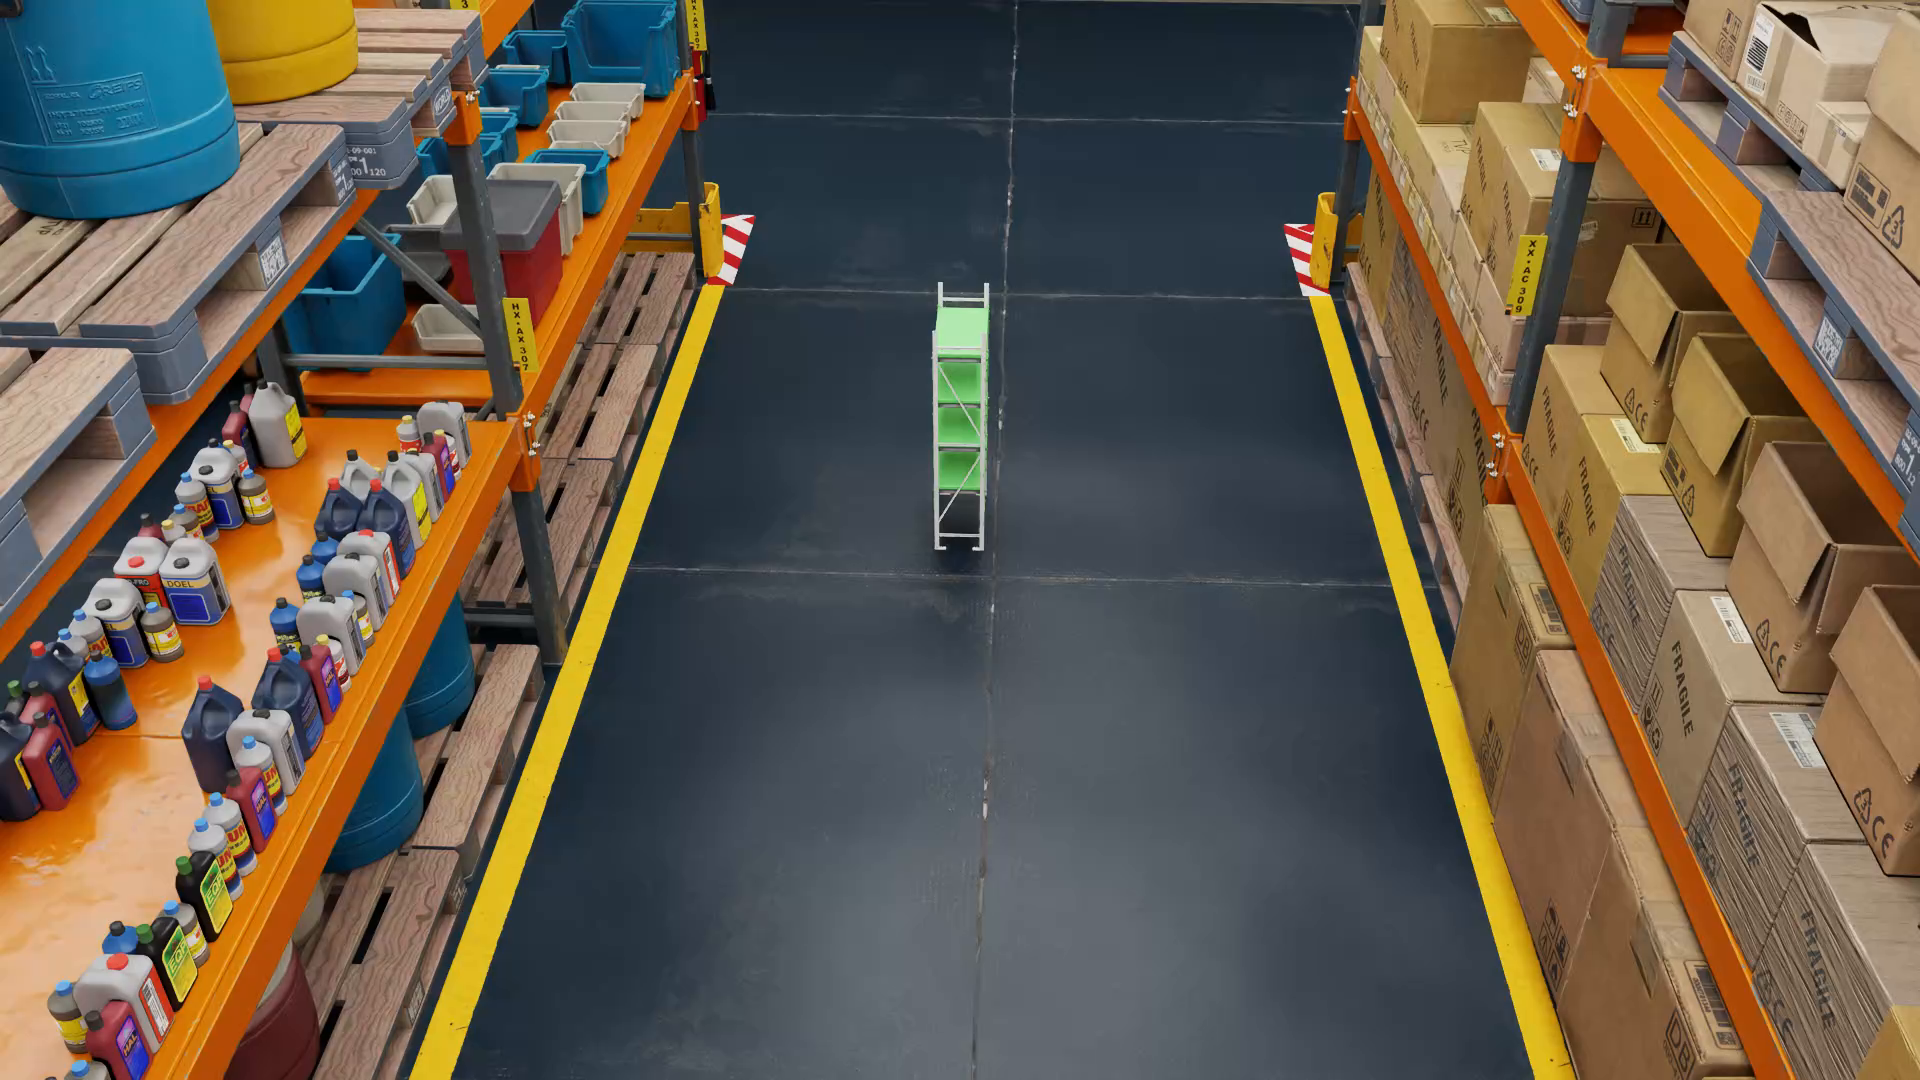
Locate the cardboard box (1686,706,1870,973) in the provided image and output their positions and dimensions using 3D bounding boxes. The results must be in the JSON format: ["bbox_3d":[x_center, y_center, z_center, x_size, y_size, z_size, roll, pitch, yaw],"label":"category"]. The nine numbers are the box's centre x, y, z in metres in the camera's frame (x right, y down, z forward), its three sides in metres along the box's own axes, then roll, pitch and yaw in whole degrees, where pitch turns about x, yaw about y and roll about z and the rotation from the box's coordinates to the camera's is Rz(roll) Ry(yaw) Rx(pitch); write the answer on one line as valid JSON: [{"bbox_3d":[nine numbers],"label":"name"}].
[{"bbox_3d":[2.328,0.793,4.425,0.500,0.500,0.500,0,35,0],"label":"cardboard box"}]

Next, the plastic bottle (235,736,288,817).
[{"bbox_3d":[-2.018,0.676,4.792,0.097,0.271,0.097,0,35,0],"label":"plastic bottle"}]

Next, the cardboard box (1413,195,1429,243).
[{"bbox_3d":[2.420,-1.554,8.071,0.380,0.149,0.250,2,35,3],"label":"cardboard box"}]

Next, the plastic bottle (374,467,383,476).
[{"bbox_3d":[-2.109,-0.171,6.058,0.097,0.201,0.097,0,35,0],"label":"plastic bottle"}]

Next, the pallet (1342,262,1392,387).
[{"bbox_3d":[2.879,-1.286,9.896,1.003,0.211,1.213,1,35,2],"label":"pallet"}]

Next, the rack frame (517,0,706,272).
[{"bbox_3d":[-2.116,-3.002,9.913,1.000,3.000,0.127,1,35,2],"label":"rack frame"}]

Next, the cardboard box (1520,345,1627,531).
[{"bbox_3d":[2.404,-0.372,6.084,0.500,0.500,0.500,1,35,2],"label":"cardboard box"}]

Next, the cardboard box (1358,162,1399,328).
[{"bbox_3d":[2.888,-1.821,9.715,0.875,0.875,0.875,1,35,2],"label":"cardboard box"}]

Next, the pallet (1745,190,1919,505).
[{"bbox_3d":[2.527,-0.455,3.845,1.003,0.211,1.213,3,35,4],"label":"pallet"}]

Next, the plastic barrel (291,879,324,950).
[{"bbox_3d":[-2.456,1.183,5.756,0.421,0.512,0.421,0,35,0],"label":"plastic barrel"}]

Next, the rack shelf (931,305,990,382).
[{"bbox_3d":[0.007,-0.926,7.801,0.258,0.148,0.480,1,35,2],"label":"rack shelf"}]

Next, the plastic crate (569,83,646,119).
[{"bbox_3d":[-1.967,-2.446,9.299,0.396,0.136,0.243,1,35,2],"label":"plastic crate"}]

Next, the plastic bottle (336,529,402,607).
[{"bbox_3d":[-2.004,0.080,5.635,0.152,0.276,0.135,1,35,2],"label":"plastic bottle"}]

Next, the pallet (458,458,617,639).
[{"bbox_3d":[-2.285,0.013,8.048,1.003,0.211,1.213,1,35,2],"label":"pallet"}]

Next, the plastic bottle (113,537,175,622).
[{"bbox_3d":[-2.713,0.136,5.556,0.152,0.276,0.135,1,35,2],"label":"plastic bottle"}]

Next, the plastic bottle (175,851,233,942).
[{"bbox_3d":[-2.018,0.926,4.425,0.061,0.283,0.133,1,35,2],"label":"plastic bottle"}]

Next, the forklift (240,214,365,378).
[{"bbox_3d":[-4.517,-2.326,9.010,1.130,2.935,3.031,2,35,3],"label":"forklift"}]

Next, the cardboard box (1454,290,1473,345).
[{"bbox_3d":[2.378,-0.965,7.233,0.380,0.149,0.250,1,35,1],"label":"cardboard box"}]

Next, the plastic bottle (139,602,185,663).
[{"bbox_3d":[-2.597,0.292,5.399,0.097,0.201,0.097,0,35,0],"label":"plastic bottle"}]

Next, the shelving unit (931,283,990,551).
[{"bbox_3d":[0.007,-0.586,8.040,0.258,1.200,0.503,1,35,2],"label":"shelving unit"}]

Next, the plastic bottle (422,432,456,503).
[{"bbox_3d":[-1.933,-0.289,6.153,0.061,0.283,0.133,1,35,2],"label":"plastic bottle"}]

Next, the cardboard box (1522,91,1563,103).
[{"bbox_3d":[3.038,-2.080,8.473,0.500,0.250,0.500,0,35,0],"label":"cardboard box"}]

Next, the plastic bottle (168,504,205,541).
[{"bbox_3d":[-2.726,-0.034,5.862,0.097,0.201,0.097,0,35,0],"label":"plastic bottle"}]

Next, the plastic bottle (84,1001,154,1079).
[{"bbox_3d":[-2.038,1.213,4.017,0.061,0.283,0.133,1,35,2],"label":"plastic bottle"}]

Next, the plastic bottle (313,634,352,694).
[{"bbox_3d":[-1.996,0.388,5.261,0.097,0.201,0.097,0,35,0],"label":"plastic bottle"}]

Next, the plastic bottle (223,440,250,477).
[{"bbox_3d":[-2.709,-0.279,6.211,0.097,0.201,0.097,0,35,0],"label":"plastic bottle"}]

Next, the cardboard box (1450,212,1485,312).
[{"bbox_3d":[2.447,-1.207,7.231,0.500,0.250,0.500,2,35,3],"label":"cardboard box"}]

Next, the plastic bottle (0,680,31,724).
[{"bbox_3d":[-2.788,0.560,4.946,0.061,0.283,0.133,1,35,2],"label":"plastic bottle"}]

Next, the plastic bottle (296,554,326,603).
[{"bbox_3d":[-2.135,0.167,5.515,0.097,0.271,0.097,0,35,0],"label":"plastic bottle"}]

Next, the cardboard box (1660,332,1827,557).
[{"bbox_3d":[2.616,-0.280,5.080,0.797,0.503,0.637,2,35,2],"label":"cardboard box"}]

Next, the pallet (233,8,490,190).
[{"bbox_3d":[-2.210,-1.402,5.191,1.213,0.211,1.003,1,35,2],"label":"pallet"}]

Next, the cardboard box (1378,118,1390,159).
[{"bbox_3d":[2.461,-2.144,8.911,0.380,0.149,0.250,1,35,1],"label":"cardboard box"}]

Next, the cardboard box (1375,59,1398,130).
[{"bbox_3d":[2.530,-2.380,8.899,0.500,0.250,0.500,1,35,1],"label":"cardboard box"}]

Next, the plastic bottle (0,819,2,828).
[{"bbox_3d":[-2.801,0.743,4.686,0.061,0.283,0.133,1,35,2],"label":"plastic bottle"}]

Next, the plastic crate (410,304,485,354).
[{"bbox_3d":[-2.115,-0.885,7.078,0.396,0.136,0.243,1,35,2],"label":"plastic crate"}]

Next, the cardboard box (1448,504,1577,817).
[{"bbox_3d":[2.667,0.476,6.447,1.225,0.875,0.875,1,35,2],"label":"cardboard box"}]

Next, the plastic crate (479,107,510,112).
[{"bbox_3d":[-2.577,-2.213,8.967,0.250,0.136,0.298,1,35,2],"label":"plastic crate"}]

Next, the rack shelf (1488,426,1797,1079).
[{"bbox_3d":[2.592,0.854,5.052,1.077,0.370,4.000,1,35,2],"label":"rack shelf"}]

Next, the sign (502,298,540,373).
[{"bbox_3d":[-1.727,-0.804,6.544,0.100,0.325,0.005,1,35,2],"label":"sign"}]

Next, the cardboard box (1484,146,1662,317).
[{"bbox_3d":[2.424,-1.227,6.607,0.500,0.500,0.500,2,35,3],"label":"cardboard box"}]

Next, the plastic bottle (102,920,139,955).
[{"bbox_3d":[-2.107,1.072,4.228,0.097,0.271,0.097,0,35,0],"label":"plastic bottle"}]

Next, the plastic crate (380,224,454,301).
[{"bbox_3d":[-2.500,-1.266,7.629,0.437,0.125,0.590,1,35,2],"label":"plastic crate"}]

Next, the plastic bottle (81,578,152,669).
[{"bbox_3d":[-2.722,0.269,5.367,0.152,0.276,0.135,1,35,2],"label":"plastic bottle"}]

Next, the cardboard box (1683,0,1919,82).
[{"bbox_3d":[2.659,-1.696,4.994,0.700,0.500,0.500,2,35,3],"label":"cardboard box"}]

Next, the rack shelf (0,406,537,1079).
[{"bbox_3d":[-2.357,0.739,5.215,1.077,0.370,4.000,1,35,2],"label":"rack shelf"}]

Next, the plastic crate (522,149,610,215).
[{"bbox_3d":[-1.942,-1.773,8.257,0.416,0.233,0.300,1,35,2],"label":"plastic crate"}]

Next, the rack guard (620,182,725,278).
[{"bbox_3d":[-2.128,-1.994,10.652,1.175,0.500,0.348,1,35,2],"label":"rack guard"}]
